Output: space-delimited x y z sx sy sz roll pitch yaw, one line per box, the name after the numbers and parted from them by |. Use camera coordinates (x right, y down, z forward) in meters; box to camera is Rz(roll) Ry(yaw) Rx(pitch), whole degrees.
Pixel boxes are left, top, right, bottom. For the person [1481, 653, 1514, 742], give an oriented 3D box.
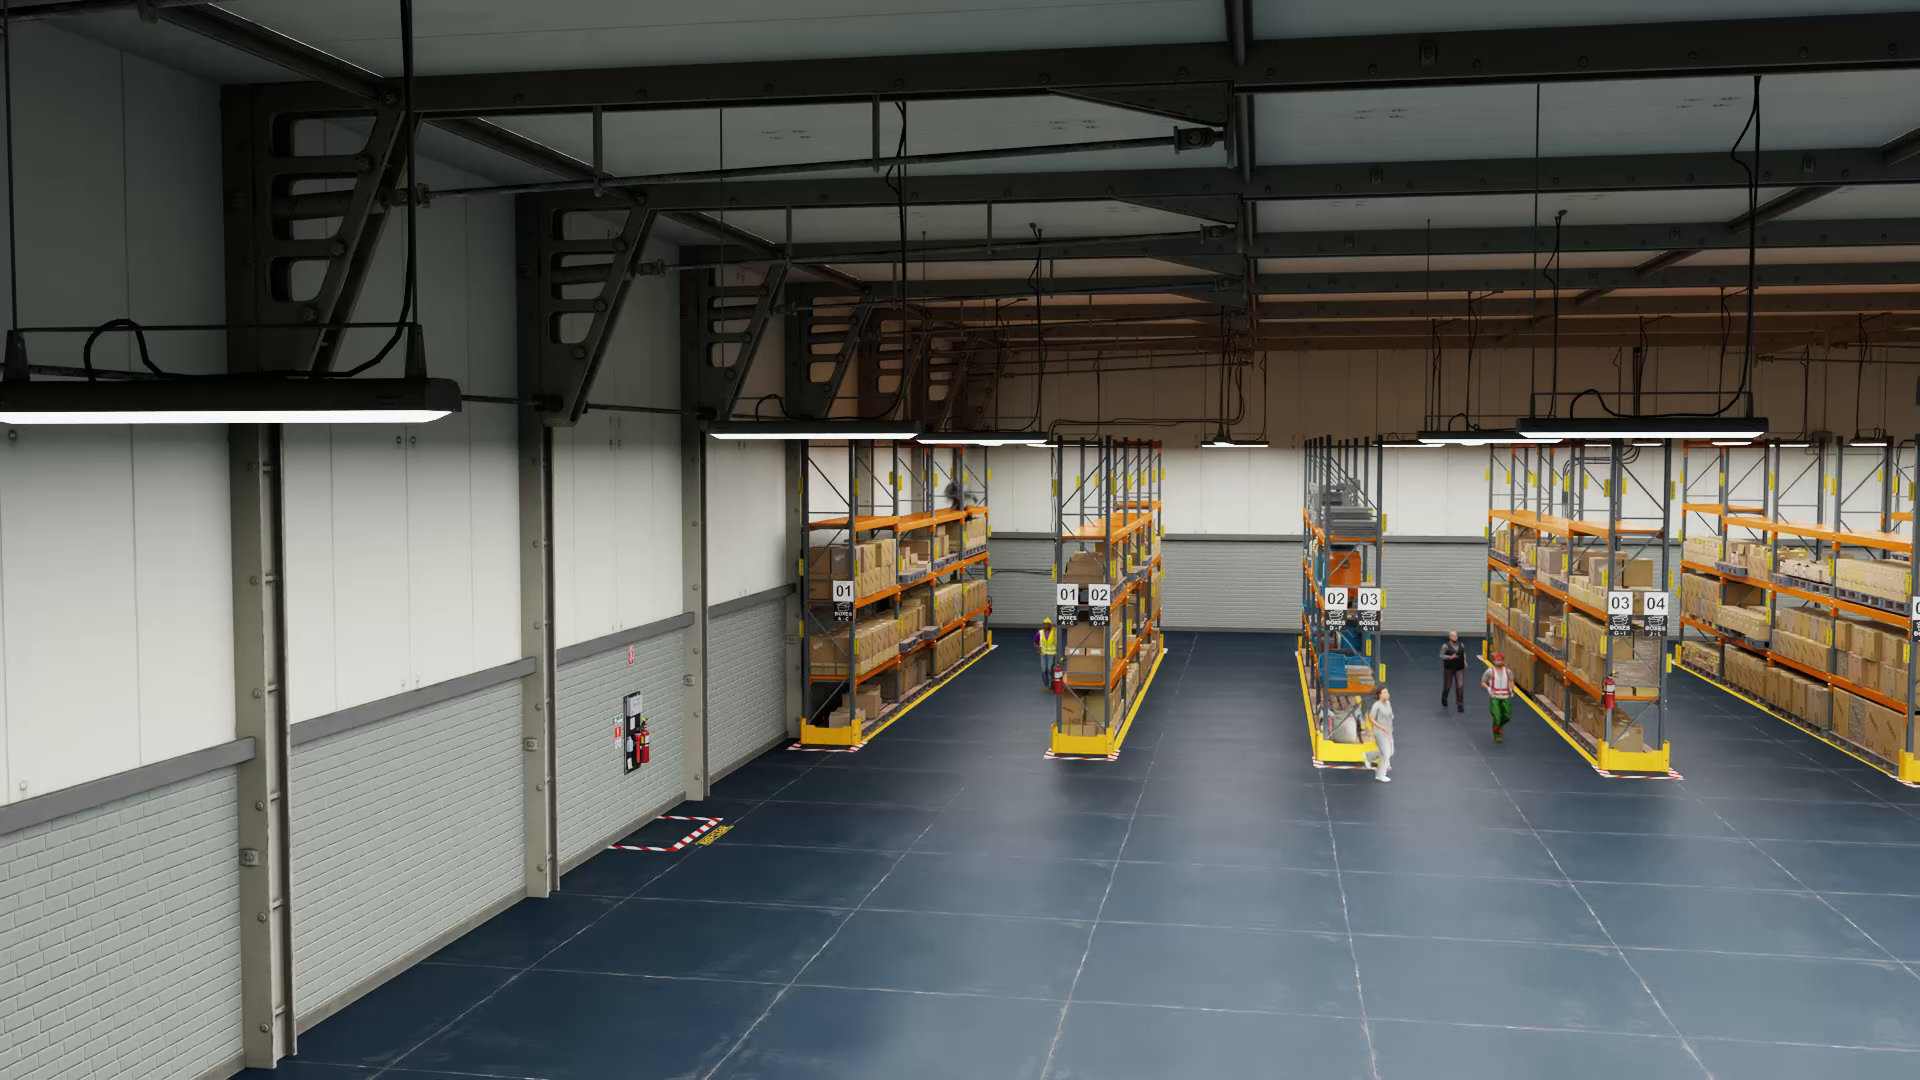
10.564 3.087 32.607 0.652 1.738 0.615 0 3 2 | person

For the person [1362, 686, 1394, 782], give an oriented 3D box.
7.286 3.348 28.880 0.586 1.646 0.653 -2 4 -39 | person

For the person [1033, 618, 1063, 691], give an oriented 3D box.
2.078 2.726 39.545 0.698 1.720 0.579 1 3 11 | person

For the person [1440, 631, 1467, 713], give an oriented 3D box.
10.826 2.864 36.466 0.650 1.721 0.952 0 3 0 | person
